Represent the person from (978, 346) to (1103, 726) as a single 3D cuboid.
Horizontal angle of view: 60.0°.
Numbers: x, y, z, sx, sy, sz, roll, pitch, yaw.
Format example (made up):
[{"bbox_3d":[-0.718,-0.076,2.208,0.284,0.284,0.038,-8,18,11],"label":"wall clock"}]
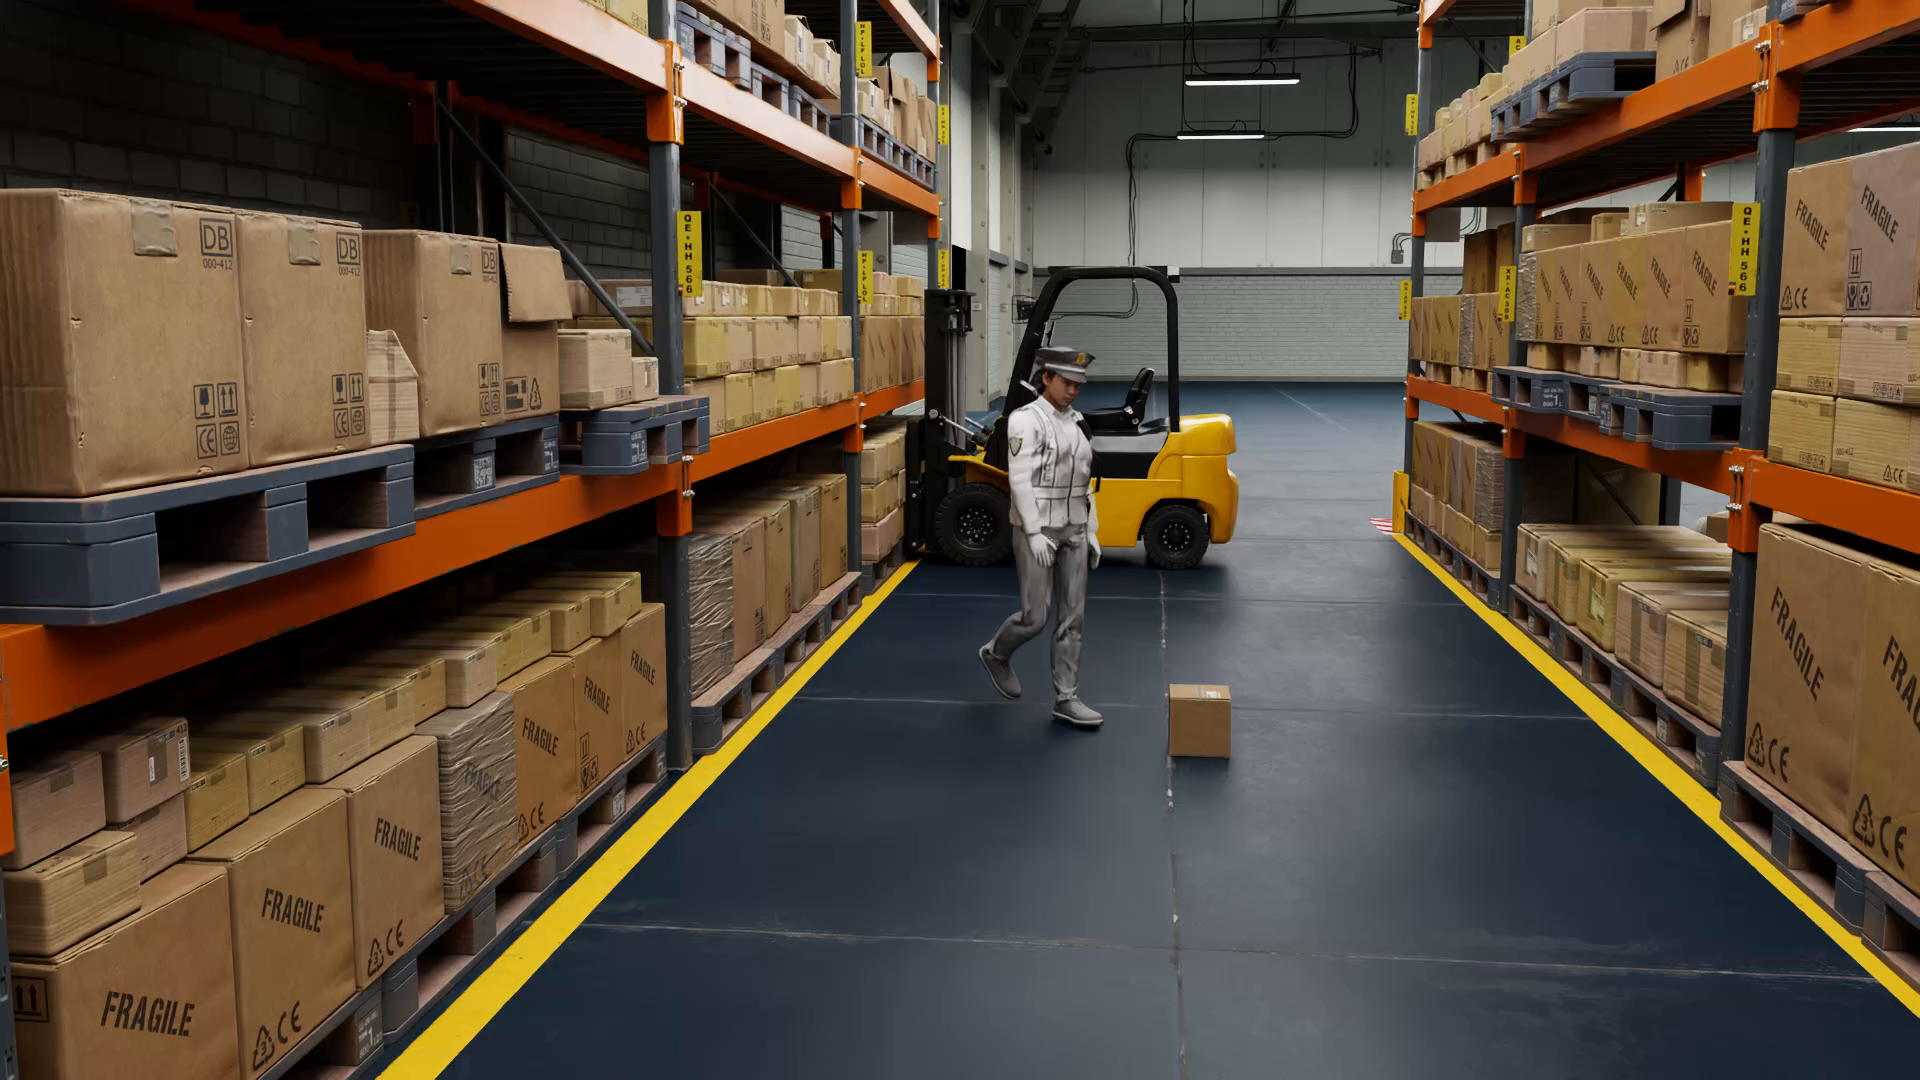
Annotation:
[{"bbox_3d":[0.385,-0.026,7.392,0.512,1.654,0.625,-6,10,-38],"label":"person"}]
